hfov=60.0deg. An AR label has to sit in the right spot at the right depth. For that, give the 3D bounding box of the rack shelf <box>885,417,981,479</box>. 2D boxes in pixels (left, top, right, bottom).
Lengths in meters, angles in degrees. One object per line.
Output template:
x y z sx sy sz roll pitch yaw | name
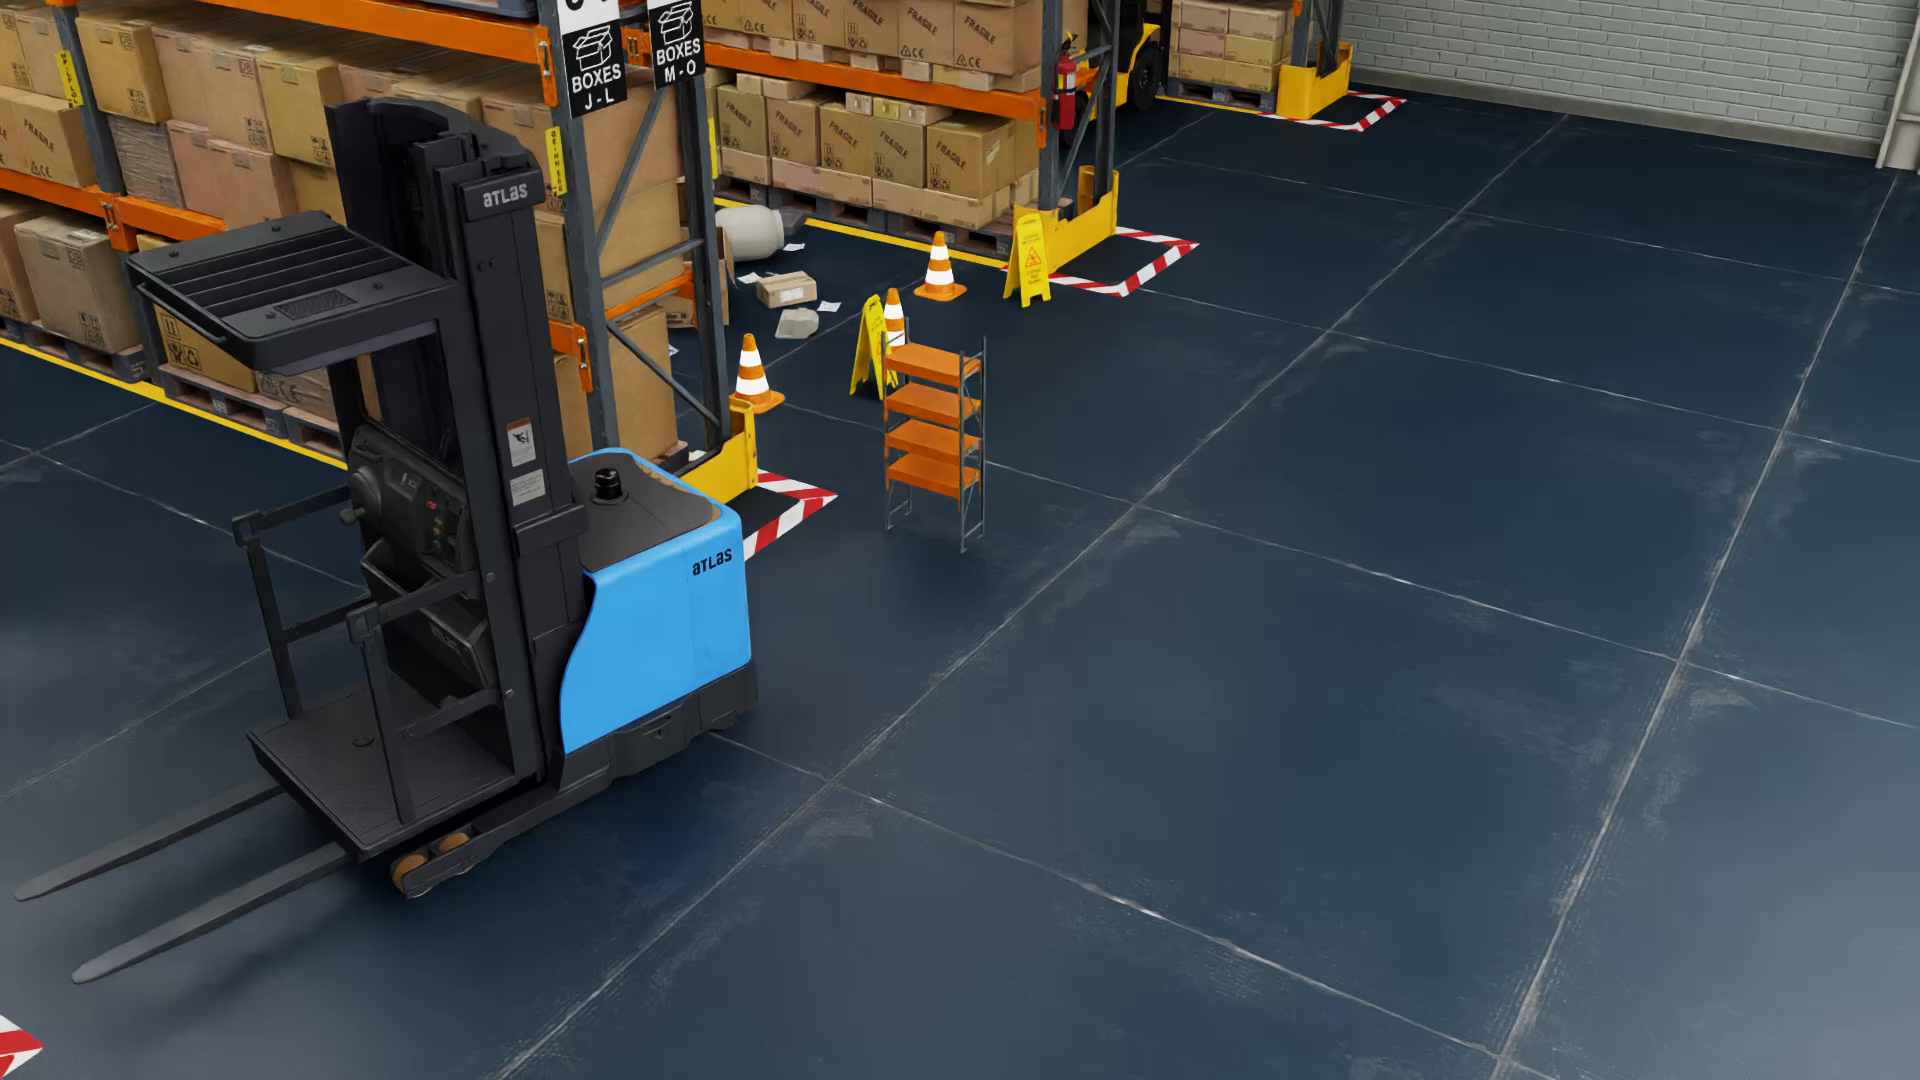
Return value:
-0.140 -0.504 9.058 0.480 0.148 0.258 18 35 27 | rack shelf

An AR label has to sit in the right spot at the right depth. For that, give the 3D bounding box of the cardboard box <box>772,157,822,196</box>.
-1.220 -3.102 13.902 0.500 0.250 0.500 17 34 27 | cardboard box

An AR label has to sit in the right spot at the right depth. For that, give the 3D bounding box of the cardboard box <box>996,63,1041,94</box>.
0.472 -3.489 12.504 0.250 0.149 0.380 19 35 29 | cardboard box

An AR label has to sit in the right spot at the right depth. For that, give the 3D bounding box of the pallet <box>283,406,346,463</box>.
-3.392 -0.753 10.331 1.213 0.211 1.003 18 35 27 | pallet

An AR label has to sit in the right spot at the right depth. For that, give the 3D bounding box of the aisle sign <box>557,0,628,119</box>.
-1.743 -2.425 7.851 0.004 0.787 0.394 18 35 27 | aisle sign

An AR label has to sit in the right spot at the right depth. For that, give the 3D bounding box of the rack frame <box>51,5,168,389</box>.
-5.031 -2.521 10.594 0.127 3.000 1.000 18 35 27 | rack frame

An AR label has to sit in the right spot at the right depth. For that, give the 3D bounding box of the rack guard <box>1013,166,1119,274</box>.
0.838 -2.530 13.090 0.348 0.500 1.175 18 35 27 | rack guard

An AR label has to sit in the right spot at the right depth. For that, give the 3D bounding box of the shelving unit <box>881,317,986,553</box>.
-0.140 -0.563 9.024 0.503 1.200 0.258 18 35 27 | shelving unit

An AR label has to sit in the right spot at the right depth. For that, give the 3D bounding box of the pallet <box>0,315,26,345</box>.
-6.763 -1.817 12.156 1.213 0.211 1.003 18 35 27 | pallet

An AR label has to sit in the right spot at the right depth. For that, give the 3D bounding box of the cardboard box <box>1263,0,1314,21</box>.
3.232 -5.344 16.753 0.500 0.250 0.500 17 34 27 | cardboard box

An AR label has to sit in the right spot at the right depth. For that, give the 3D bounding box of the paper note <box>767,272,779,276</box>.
-1.431 -2.036 12.730 0.123 0.001 0.032 18 35 27 | paper note

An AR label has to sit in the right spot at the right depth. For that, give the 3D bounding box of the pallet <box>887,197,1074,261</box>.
0.169 -2.638 13.562 1.213 0.211 1.003 18 35 27 | pallet

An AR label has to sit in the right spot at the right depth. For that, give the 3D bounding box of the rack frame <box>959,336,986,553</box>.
0.066 -0.497 8.912 0.015 1.200 0.240 18 35 27 | rack frame

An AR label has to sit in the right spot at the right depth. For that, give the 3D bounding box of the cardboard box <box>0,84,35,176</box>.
-6.043 -2.725 10.845 0.500 0.500 0.500 17 34 27 | cardboard box

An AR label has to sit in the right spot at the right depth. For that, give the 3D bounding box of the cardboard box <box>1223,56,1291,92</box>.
2.972 -4.693 16.630 0.500 0.250 0.500 18 35 28 | cardboard box

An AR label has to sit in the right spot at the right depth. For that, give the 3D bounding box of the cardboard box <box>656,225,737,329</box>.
-1.931 -1.901 12.009 0.637 0.503 0.797 -4 30 -7 | cardboard box

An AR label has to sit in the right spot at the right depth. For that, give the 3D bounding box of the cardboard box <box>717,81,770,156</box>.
-1.670 -3.567 13.955 0.500 0.500 0.500 19 35 29 | cardboard box

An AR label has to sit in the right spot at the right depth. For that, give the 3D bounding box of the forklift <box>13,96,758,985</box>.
-2.358 -0.111 6.532 3.031 2.935 1.130 -26 39 -37 | forklift

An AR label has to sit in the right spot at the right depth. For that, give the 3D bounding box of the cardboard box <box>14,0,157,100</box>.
-5.455 -3.126 10.541 0.500 0.500 0.700 17 34 27 | cardboard box

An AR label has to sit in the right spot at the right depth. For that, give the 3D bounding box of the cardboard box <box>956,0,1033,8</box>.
0.354 -4.236 12.148 0.500 0.500 0.700 17 34 26 | cardboard box

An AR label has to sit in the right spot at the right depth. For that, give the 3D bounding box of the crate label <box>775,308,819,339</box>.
-1.149 -1.537 11.748 0.298 0.136 0.250 1 30 2 | crate label

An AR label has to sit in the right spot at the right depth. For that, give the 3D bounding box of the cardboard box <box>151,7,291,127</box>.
-4.210 -2.841 9.922 0.550 0.550 0.875 18 35 27 | cardboard box

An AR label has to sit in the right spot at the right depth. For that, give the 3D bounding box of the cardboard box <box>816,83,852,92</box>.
-0.977 -3.663 14.119 0.500 0.500 0.500 20 36 30 | cardboard box

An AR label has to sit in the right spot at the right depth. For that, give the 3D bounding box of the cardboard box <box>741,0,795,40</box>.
-1.405 -4.331 13.303 0.500 0.500 0.500 17 34 27 | cardboard box

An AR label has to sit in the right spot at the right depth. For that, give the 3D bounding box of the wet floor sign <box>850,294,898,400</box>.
-0.566 -1.270 10.786 0.232 0.644 0.267 12 32 19 | wet floor sign

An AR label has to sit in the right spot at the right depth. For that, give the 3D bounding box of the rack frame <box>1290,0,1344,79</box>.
3.538 -5.709 16.058 0.127 3.000 1.000 18 35 27 | rack frame

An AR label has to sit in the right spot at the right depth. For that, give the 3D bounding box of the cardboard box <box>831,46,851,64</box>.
-0.812 -3.907 13.220 0.250 0.149 0.380 18 35 27 | cardboard box

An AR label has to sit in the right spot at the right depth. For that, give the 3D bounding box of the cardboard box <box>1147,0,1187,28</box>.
2.114 -5.390 16.831 0.500 0.250 0.500 18 35 28 | cardboard box

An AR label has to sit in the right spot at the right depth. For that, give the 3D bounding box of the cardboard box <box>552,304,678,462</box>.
-2.253 -0.866 9.450 0.875 0.875 0.875 18 35 28 | cardboard box

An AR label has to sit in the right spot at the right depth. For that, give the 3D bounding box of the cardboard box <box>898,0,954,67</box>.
-0.125 -3.925 12.606 0.500 0.500 0.500 18 35 27 | cardboard box

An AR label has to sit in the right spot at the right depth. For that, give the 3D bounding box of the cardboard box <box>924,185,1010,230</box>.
0.054 -2.691 13.198 0.500 0.250 0.500 17 34 27 | cardboard box

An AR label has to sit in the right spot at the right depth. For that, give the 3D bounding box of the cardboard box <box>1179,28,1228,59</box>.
2.541 -5.054 16.752 0.500 0.250 0.500 17 34 27 | cardboard box

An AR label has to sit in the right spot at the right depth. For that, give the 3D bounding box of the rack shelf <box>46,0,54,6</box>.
-6.725 -4.042 10.938 4.000 0.370 1.077 18 35 27 | rack shelf

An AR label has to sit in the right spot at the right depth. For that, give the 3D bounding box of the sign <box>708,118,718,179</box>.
-1.343 -2.093 8.923 0.005 0.325 0.100 18 35 27 | sign

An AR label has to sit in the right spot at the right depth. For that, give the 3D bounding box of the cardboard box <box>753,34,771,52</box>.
-1.473 -4.088 13.530 0.250 0.149 0.380 17 34 27 | cardboard box

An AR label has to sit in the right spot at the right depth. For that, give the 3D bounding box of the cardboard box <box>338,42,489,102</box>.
-2.854 -2.412 9.188 0.550 0.550 0.875 18 35 27 | cardboard box

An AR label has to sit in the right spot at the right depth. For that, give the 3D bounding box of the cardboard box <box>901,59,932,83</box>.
-0.242 -3.644 12.769 0.250 0.149 0.380 18 35 28 | cardboard box

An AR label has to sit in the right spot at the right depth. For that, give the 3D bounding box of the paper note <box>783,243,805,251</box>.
-1.319 -2.334 13.221 0.148 0.019 0.142 6 31 10 | paper note

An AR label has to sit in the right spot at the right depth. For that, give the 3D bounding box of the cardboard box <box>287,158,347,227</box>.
-3.338 -2.060 9.656 0.500 0.550 0.875 18 35 27 | cardboard box

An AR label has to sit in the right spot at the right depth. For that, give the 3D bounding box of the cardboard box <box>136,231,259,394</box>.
-4.536 -1.586 10.684 0.875 0.875 0.875 18 35 28 | cardboard box

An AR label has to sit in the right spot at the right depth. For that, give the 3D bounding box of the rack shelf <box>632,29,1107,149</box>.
-0.792 -3.814 13.525 4.000 0.370 1.077 18 35 27 | rack shelf

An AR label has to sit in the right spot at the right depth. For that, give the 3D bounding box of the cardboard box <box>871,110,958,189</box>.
-0.359 -3.148 13.238 0.500 0.500 0.500 19 35 29 | cardboard box

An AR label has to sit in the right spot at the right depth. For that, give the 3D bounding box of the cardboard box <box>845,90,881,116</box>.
-0.695 -3.500 13.197 0.250 0.149 0.380 19 35 29 | cardboard box

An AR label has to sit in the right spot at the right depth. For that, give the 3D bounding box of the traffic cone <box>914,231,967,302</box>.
-0.148 -2.058 12.318 0.334 0.463 0.336 18 35 27 | traffic cone

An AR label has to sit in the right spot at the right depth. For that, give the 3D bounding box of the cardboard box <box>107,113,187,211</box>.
-4.713 -2.492 10.396 0.550 0.550 0.875 18 35 27 | cardboard box

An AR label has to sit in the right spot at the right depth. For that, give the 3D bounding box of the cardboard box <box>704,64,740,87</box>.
-2.055 -3.926 13.927 0.250 0.149 0.380 18 35 28 | cardboard box
